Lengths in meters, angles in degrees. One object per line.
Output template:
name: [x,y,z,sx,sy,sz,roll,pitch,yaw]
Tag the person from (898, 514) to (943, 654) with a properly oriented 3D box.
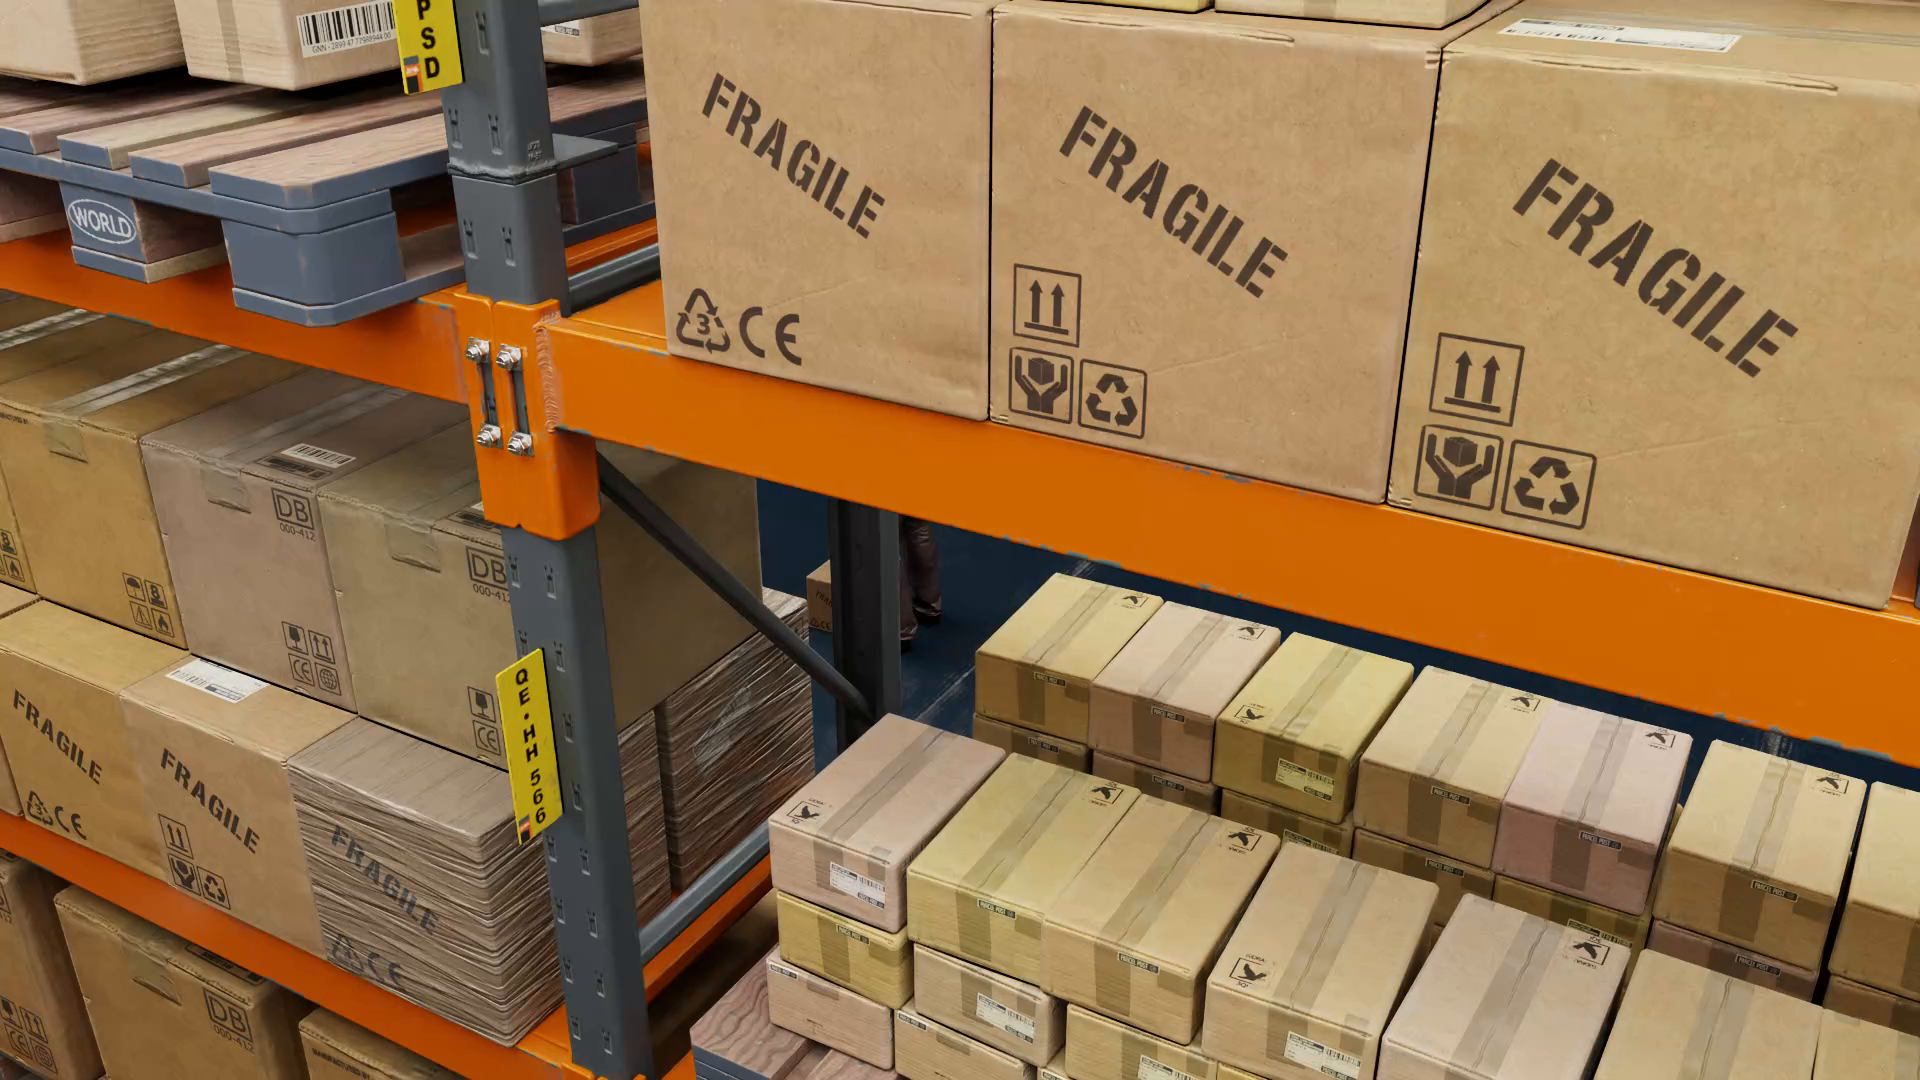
person: [-0.249,-0.355,6.858,0.418,1.721,0.580,14,30,27]
